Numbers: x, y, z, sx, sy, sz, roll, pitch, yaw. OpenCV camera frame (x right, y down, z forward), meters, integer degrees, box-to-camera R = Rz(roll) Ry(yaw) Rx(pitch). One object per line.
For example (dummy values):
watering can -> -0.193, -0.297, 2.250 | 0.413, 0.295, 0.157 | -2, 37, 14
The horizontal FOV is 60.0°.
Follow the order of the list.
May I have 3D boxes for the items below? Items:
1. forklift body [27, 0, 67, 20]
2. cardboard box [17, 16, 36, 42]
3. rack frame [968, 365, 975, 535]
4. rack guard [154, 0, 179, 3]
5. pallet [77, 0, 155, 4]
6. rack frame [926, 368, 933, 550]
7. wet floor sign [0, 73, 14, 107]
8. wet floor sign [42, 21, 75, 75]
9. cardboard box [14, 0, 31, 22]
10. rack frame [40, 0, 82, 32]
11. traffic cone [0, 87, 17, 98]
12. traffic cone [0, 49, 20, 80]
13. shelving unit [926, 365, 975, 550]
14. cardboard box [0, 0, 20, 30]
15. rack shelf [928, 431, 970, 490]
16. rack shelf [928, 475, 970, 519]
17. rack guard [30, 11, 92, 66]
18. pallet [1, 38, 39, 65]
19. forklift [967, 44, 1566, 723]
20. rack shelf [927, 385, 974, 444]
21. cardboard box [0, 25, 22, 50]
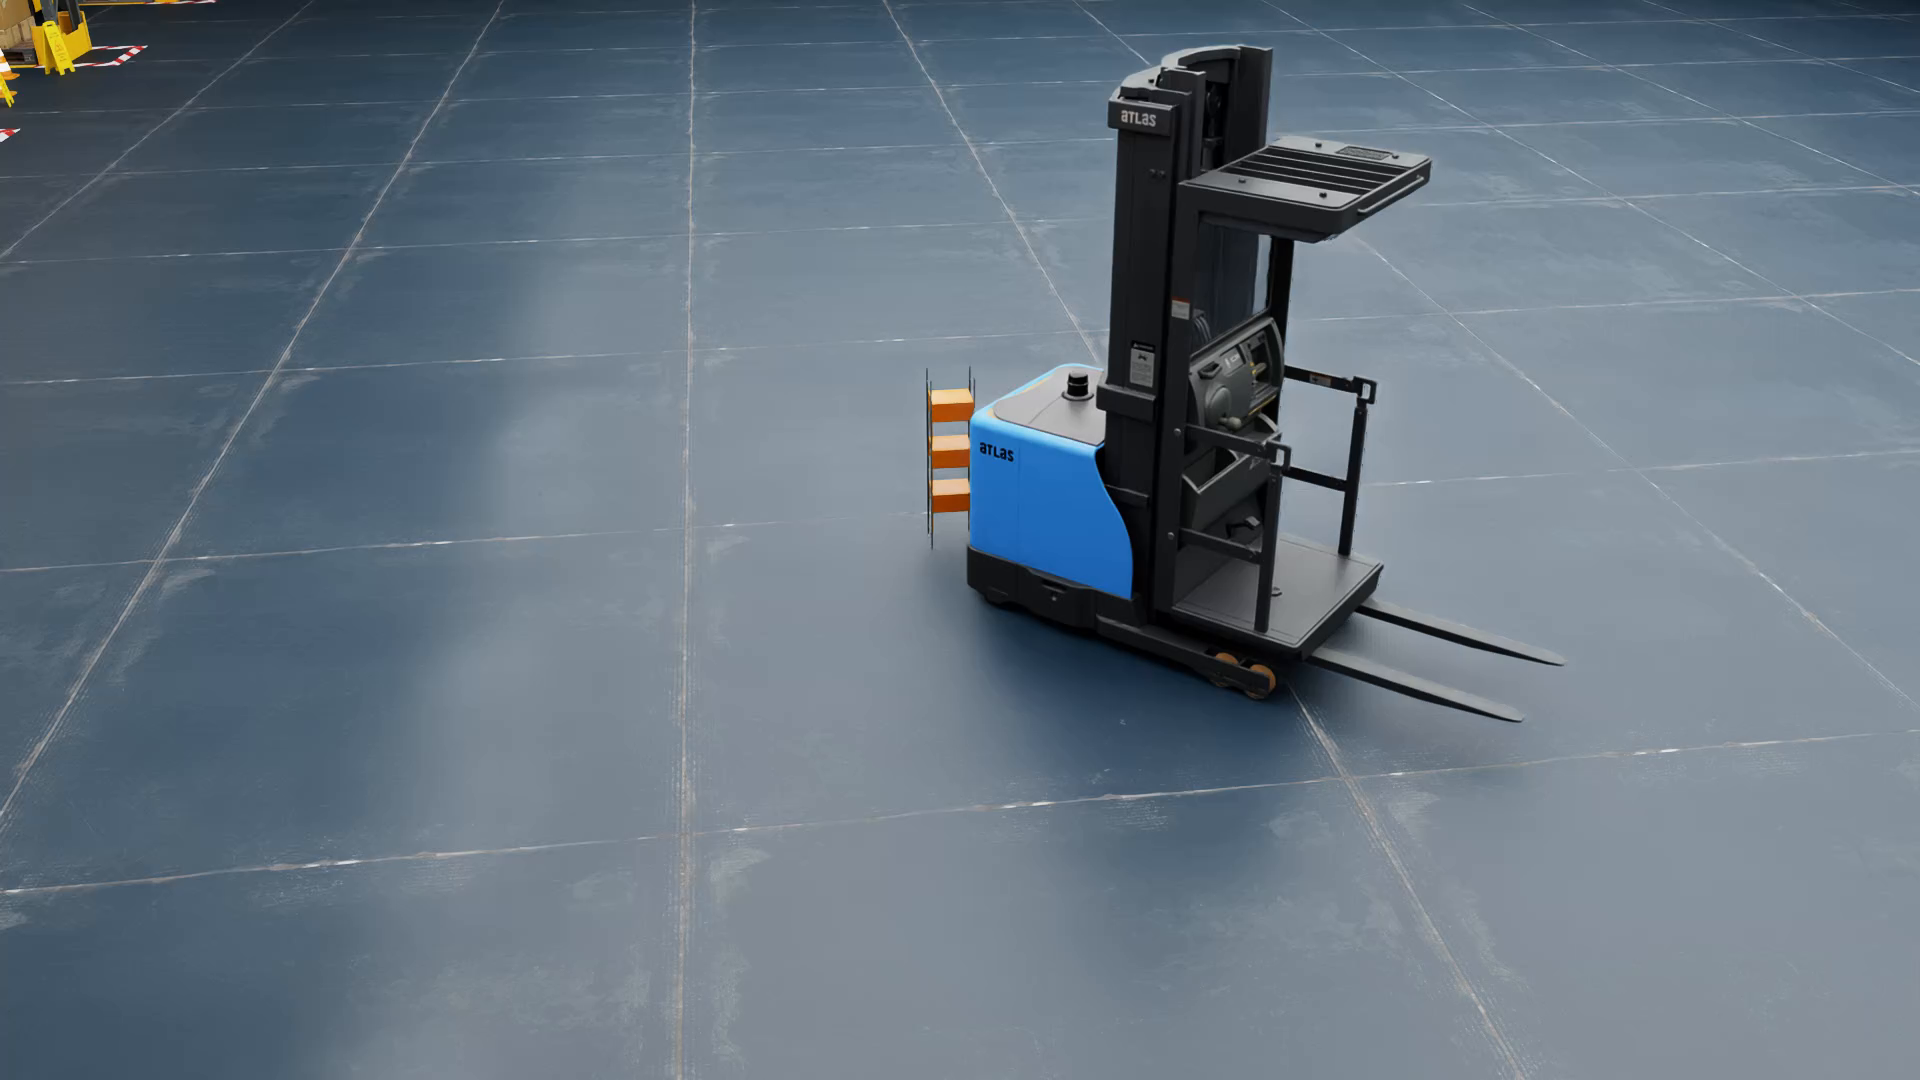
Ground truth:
forklift body -> -14.317, -8.785, 24.515 | 1.214, 2.155, 2.313 | -4, 27, -7
cardboard box -> -12.836, -6.901, 22.466 | 0.500, 0.250, 0.500 | -4, 27, -8
rack frame -> 0.068, -0.471, 9.519 | 0.008, 1.050, 0.200 | -4, 27, -7
rack guard -> -12.670, -8.997, 26.737 | 0.348, 0.500, 1.175 | -4, 27, -7
pallet -> -13.445, -8.800, 26.668 | 1.213, 0.211, 1.003 | -4, 27, -7
rack frame -> -0.174, -0.456, 9.489 | 0.008, 1.050, 0.200 | -4, 27, -7
wet floor sign -> -11.456, -5.482, 19.728 | 0.232, 0.644, 0.267 | -8, 28, -16
wet floor sign -> -11.661, -6.345, 21.409 | 0.232, 0.644, 0.267 | 6, 28, 11
cardboard box -> -12.859, -7.233, 22.292 | 0.500, 0.500, 0.500 | -5, 28, -9
rack frame -> -11.998, -7.864, 21.791 | 0.127, 3.000, 1.000 | -4, 27, -7
traffic cone -> -11.753, -5.645, 20.244 | 0.334, 0.463, 0.336 | -4, 27, -7
traffic cone -> -12.244, -6.125, 21.180 | 0.334, 0.463, 0.336 | -4, 27, -7
shelving unit -> -0.053, -0.464, 9.504 | 0.252, 1.050, 0.215 | -4, 27, -7
cardboard box -> -12.755, -6.992, 21.822 | 0.500, 0.500, 0.500 | -4, 27, -7
rack shelf -> -0.053, -0.454, 9.509 | 0.240, 0.259, 0.215 | -4, 27, -7
rack shelf -> -0.053, -0.207, 9.635 | 0.240, 0.259, 0.215 | -4, 27, -7
rack guard -> -12.073, -6.747, 22.352 | 0.348, 0.500, 1.175 | -4, 27, -7
pallet -> -12.883, -6.583, 22.348 | 1.213, 0.211, 1.003 | -4, 27, -7
forklift -> 1.534, -0.795, 8.088 | 3.031, 2.935, 1.130 | 18, 32, 31
rack shelf -> -0.053, -0.707, 9.379 | 0.240, 0.259, 0.215 | -4, 27, -7
cardboard box -> -12.785, -6.653, 21.982 | 0.500, 0.250, 0.500 | -4, 27, -7
